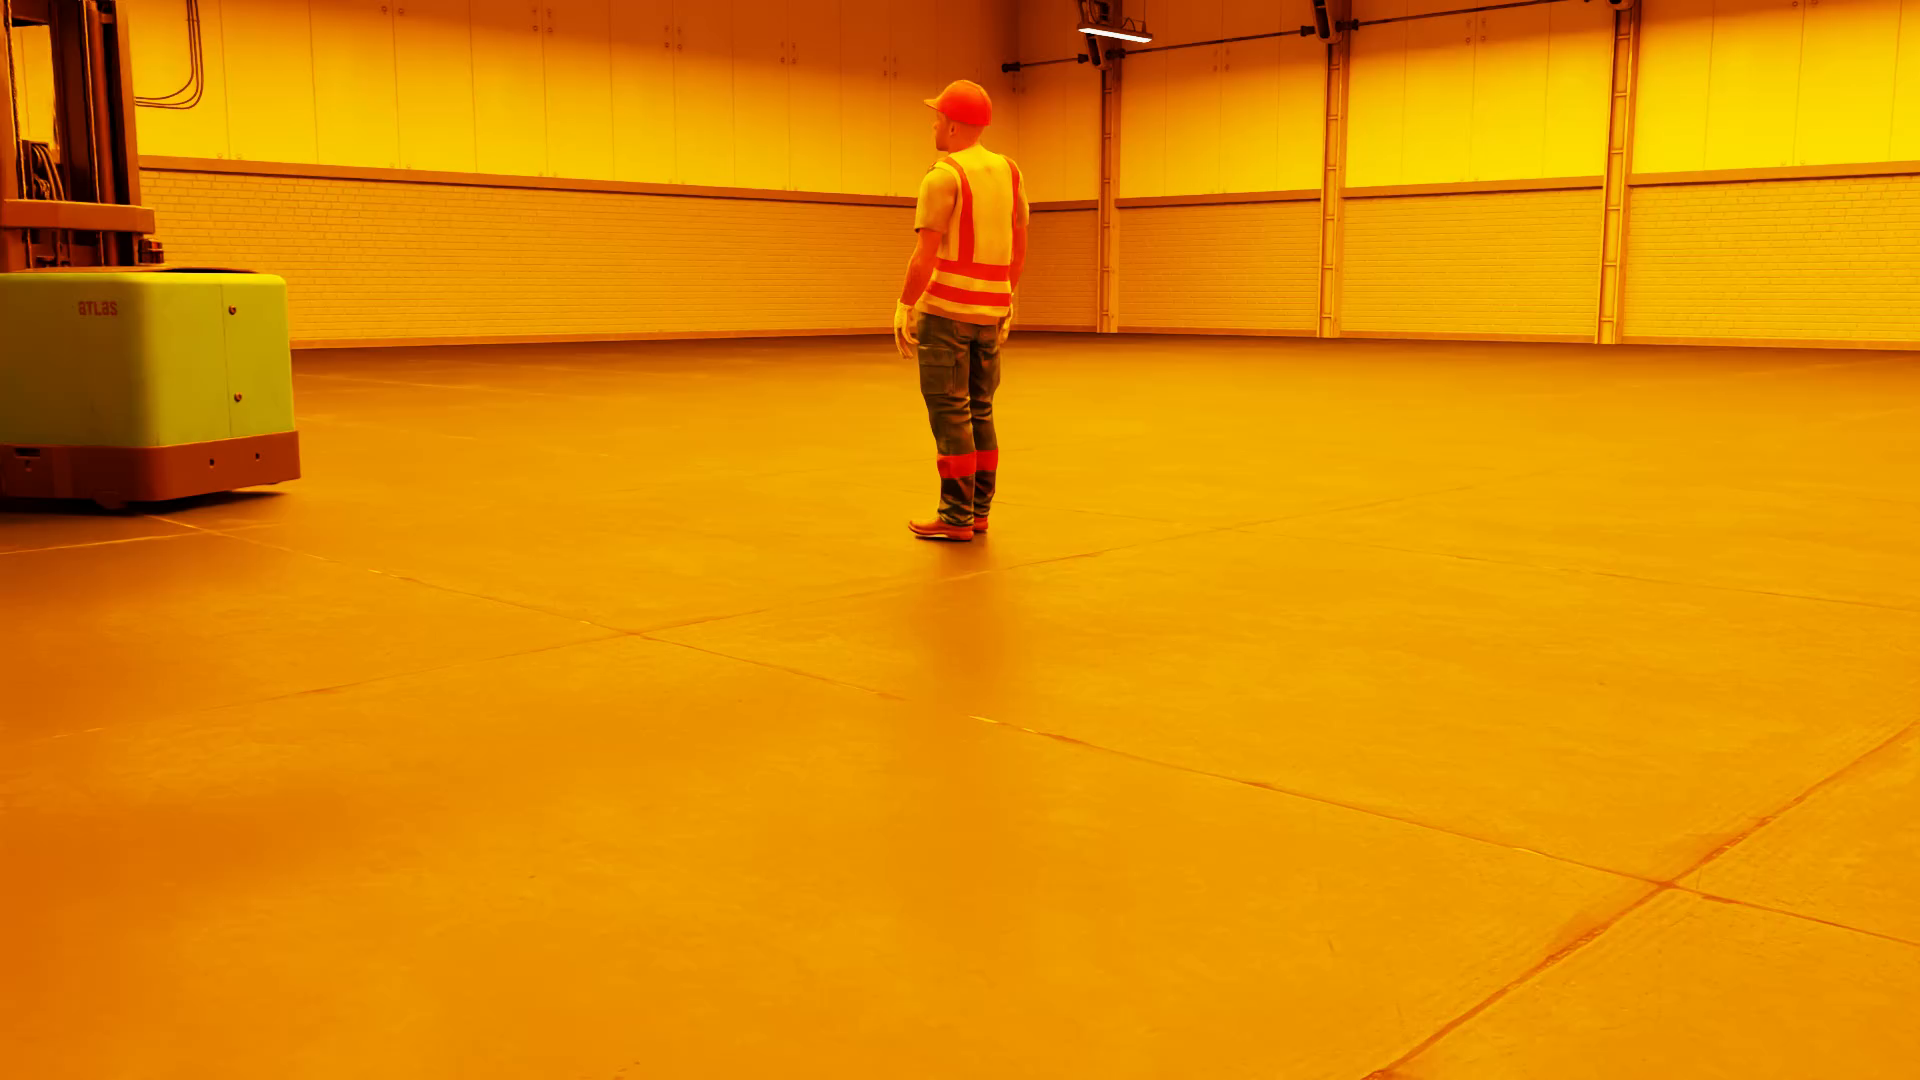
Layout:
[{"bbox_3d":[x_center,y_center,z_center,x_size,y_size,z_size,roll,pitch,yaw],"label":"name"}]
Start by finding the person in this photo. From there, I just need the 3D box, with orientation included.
[{"bbox_3d":[-0.050,-0.902,6.647,0.562,1.790,0.637,8,12,43],"label":"person"}]

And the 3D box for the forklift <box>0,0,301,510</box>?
[{"bbox_3d":[-4.851,-1.684,8.058,3.031,2.935,1.130,3,9,17],"label":"forklift"}]
